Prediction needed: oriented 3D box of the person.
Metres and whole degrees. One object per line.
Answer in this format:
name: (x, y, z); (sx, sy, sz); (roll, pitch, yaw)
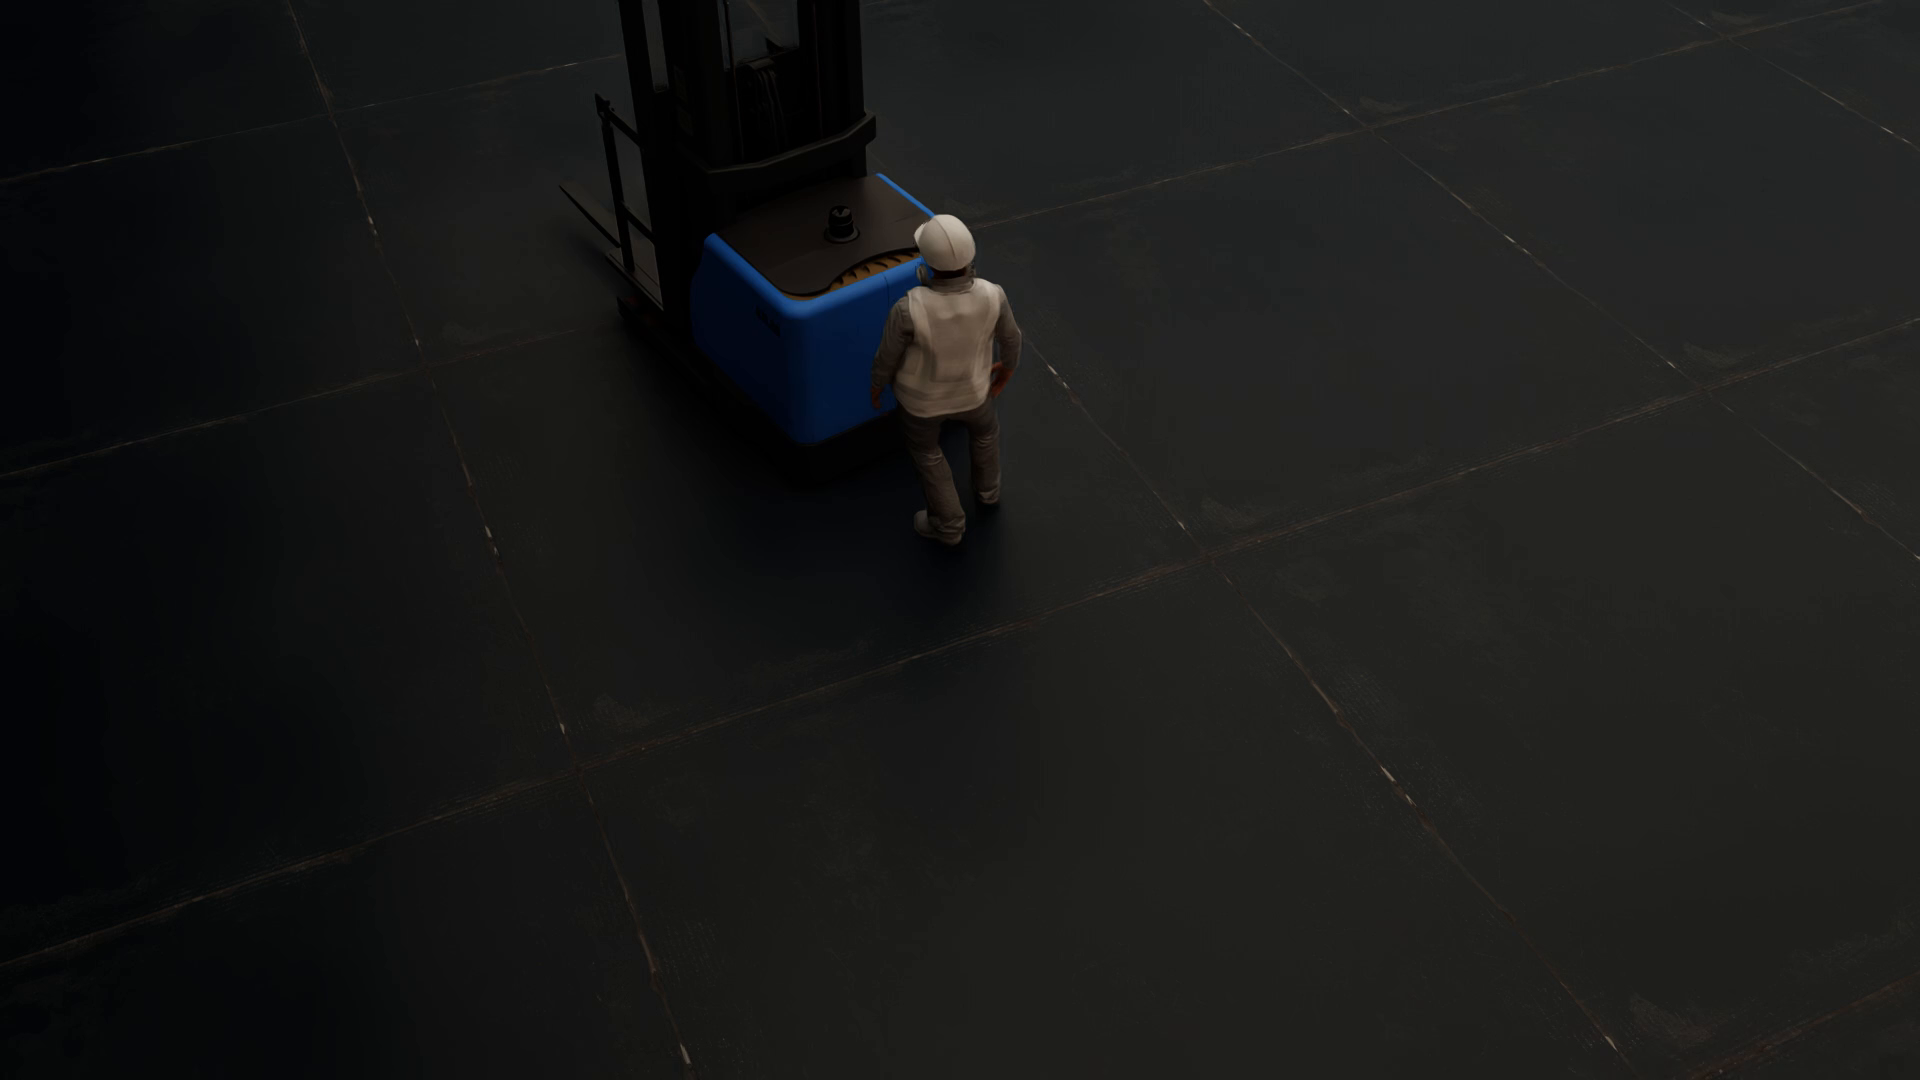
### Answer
person: (-0.077, -0.749, 7.371); (0.673, 1.752, 0.608); (-10, 44, -11)

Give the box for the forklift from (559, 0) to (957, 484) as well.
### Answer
forklift: (-1.202, -2.306, 8.151); (1.130, 2.935, 3.031); (-26, 49, -25)
